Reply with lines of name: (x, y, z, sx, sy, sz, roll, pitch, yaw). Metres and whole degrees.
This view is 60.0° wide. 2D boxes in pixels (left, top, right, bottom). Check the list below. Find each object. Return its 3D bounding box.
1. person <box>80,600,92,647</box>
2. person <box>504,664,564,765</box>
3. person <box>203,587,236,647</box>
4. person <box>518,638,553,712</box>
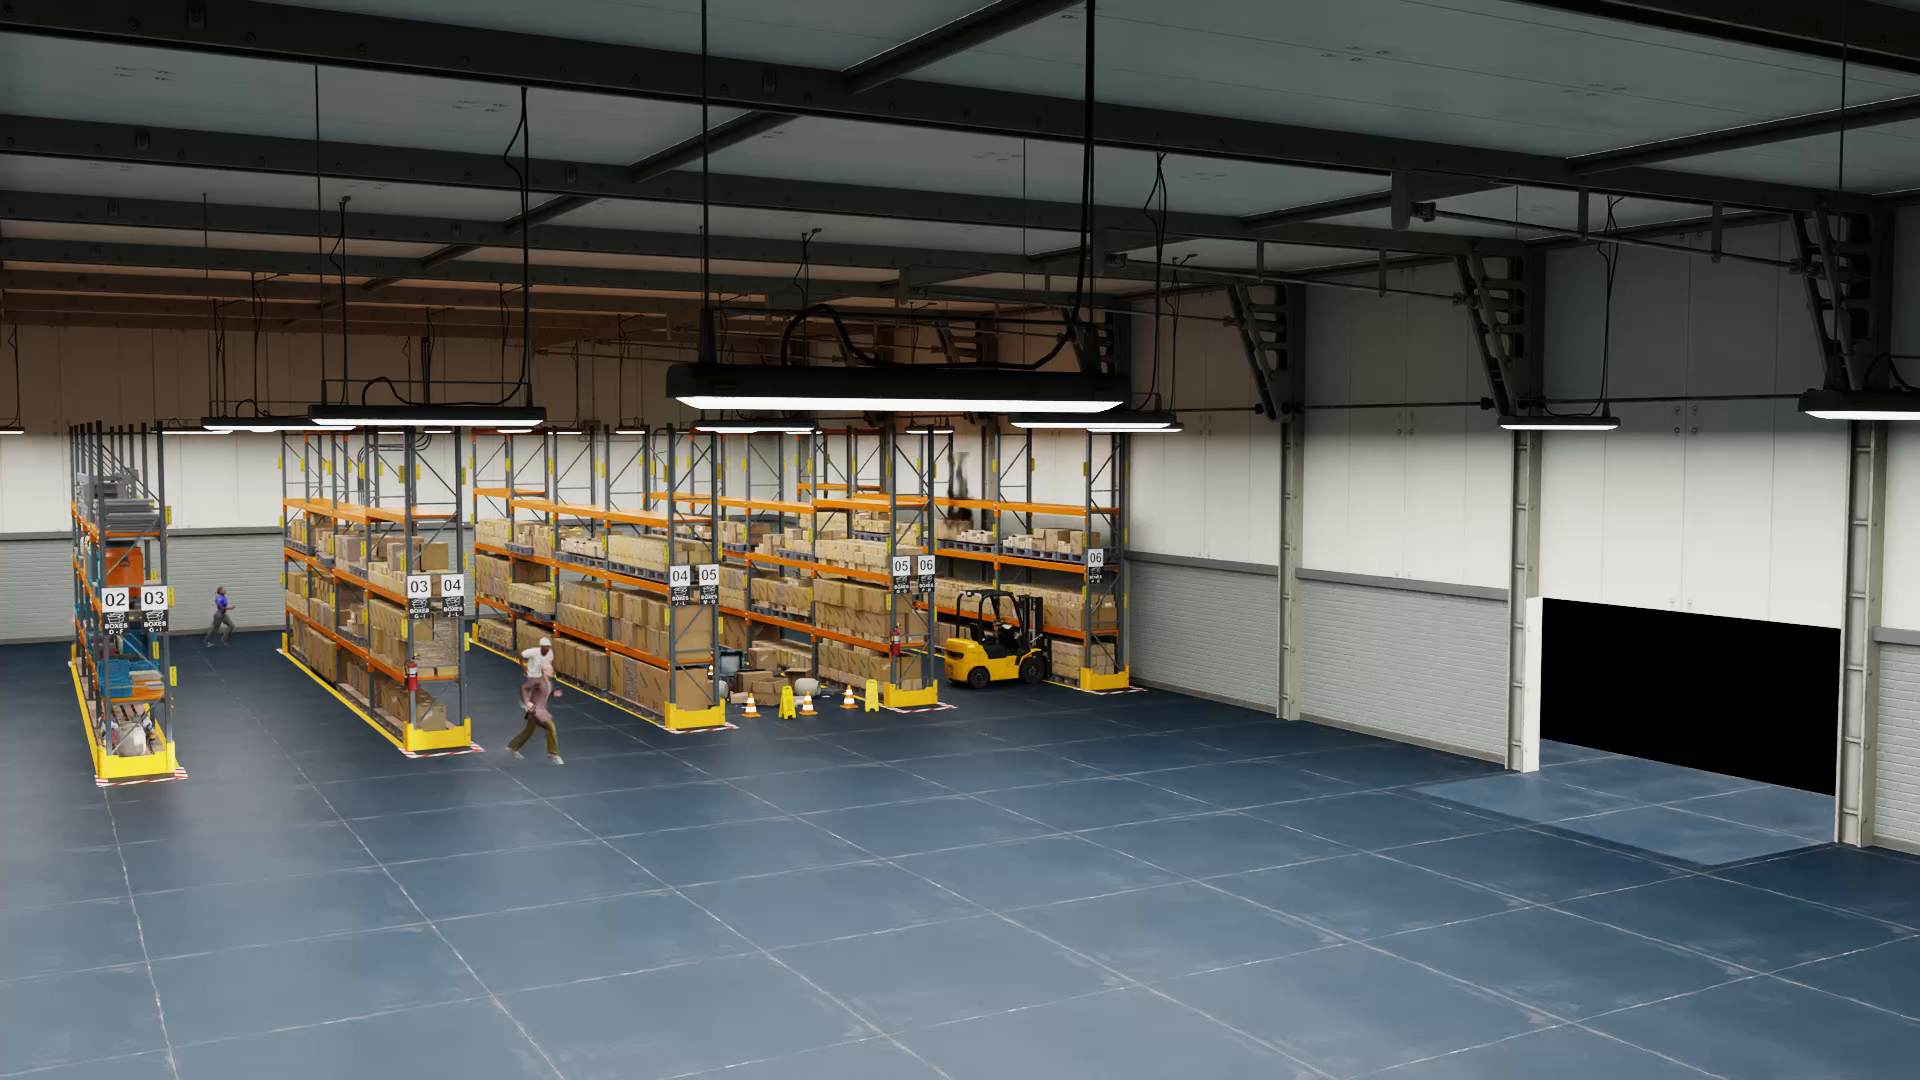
person: (-22.863, 2.181, 43.859, 0.742, 1.696, 0.652, -2, 4, -29)
person: (-7.468, 3.057, 29.136, 1.080, 1.800, 0.704, 0, 4, 2)
person: (-20.157, 2.100, 45.337, 0.857, 1.664, 0.588, 0, 4, -6)
person: (-8.670, 2.815, 33.853, 1.060, 1.715, 0.746, 3, 5, 41)
